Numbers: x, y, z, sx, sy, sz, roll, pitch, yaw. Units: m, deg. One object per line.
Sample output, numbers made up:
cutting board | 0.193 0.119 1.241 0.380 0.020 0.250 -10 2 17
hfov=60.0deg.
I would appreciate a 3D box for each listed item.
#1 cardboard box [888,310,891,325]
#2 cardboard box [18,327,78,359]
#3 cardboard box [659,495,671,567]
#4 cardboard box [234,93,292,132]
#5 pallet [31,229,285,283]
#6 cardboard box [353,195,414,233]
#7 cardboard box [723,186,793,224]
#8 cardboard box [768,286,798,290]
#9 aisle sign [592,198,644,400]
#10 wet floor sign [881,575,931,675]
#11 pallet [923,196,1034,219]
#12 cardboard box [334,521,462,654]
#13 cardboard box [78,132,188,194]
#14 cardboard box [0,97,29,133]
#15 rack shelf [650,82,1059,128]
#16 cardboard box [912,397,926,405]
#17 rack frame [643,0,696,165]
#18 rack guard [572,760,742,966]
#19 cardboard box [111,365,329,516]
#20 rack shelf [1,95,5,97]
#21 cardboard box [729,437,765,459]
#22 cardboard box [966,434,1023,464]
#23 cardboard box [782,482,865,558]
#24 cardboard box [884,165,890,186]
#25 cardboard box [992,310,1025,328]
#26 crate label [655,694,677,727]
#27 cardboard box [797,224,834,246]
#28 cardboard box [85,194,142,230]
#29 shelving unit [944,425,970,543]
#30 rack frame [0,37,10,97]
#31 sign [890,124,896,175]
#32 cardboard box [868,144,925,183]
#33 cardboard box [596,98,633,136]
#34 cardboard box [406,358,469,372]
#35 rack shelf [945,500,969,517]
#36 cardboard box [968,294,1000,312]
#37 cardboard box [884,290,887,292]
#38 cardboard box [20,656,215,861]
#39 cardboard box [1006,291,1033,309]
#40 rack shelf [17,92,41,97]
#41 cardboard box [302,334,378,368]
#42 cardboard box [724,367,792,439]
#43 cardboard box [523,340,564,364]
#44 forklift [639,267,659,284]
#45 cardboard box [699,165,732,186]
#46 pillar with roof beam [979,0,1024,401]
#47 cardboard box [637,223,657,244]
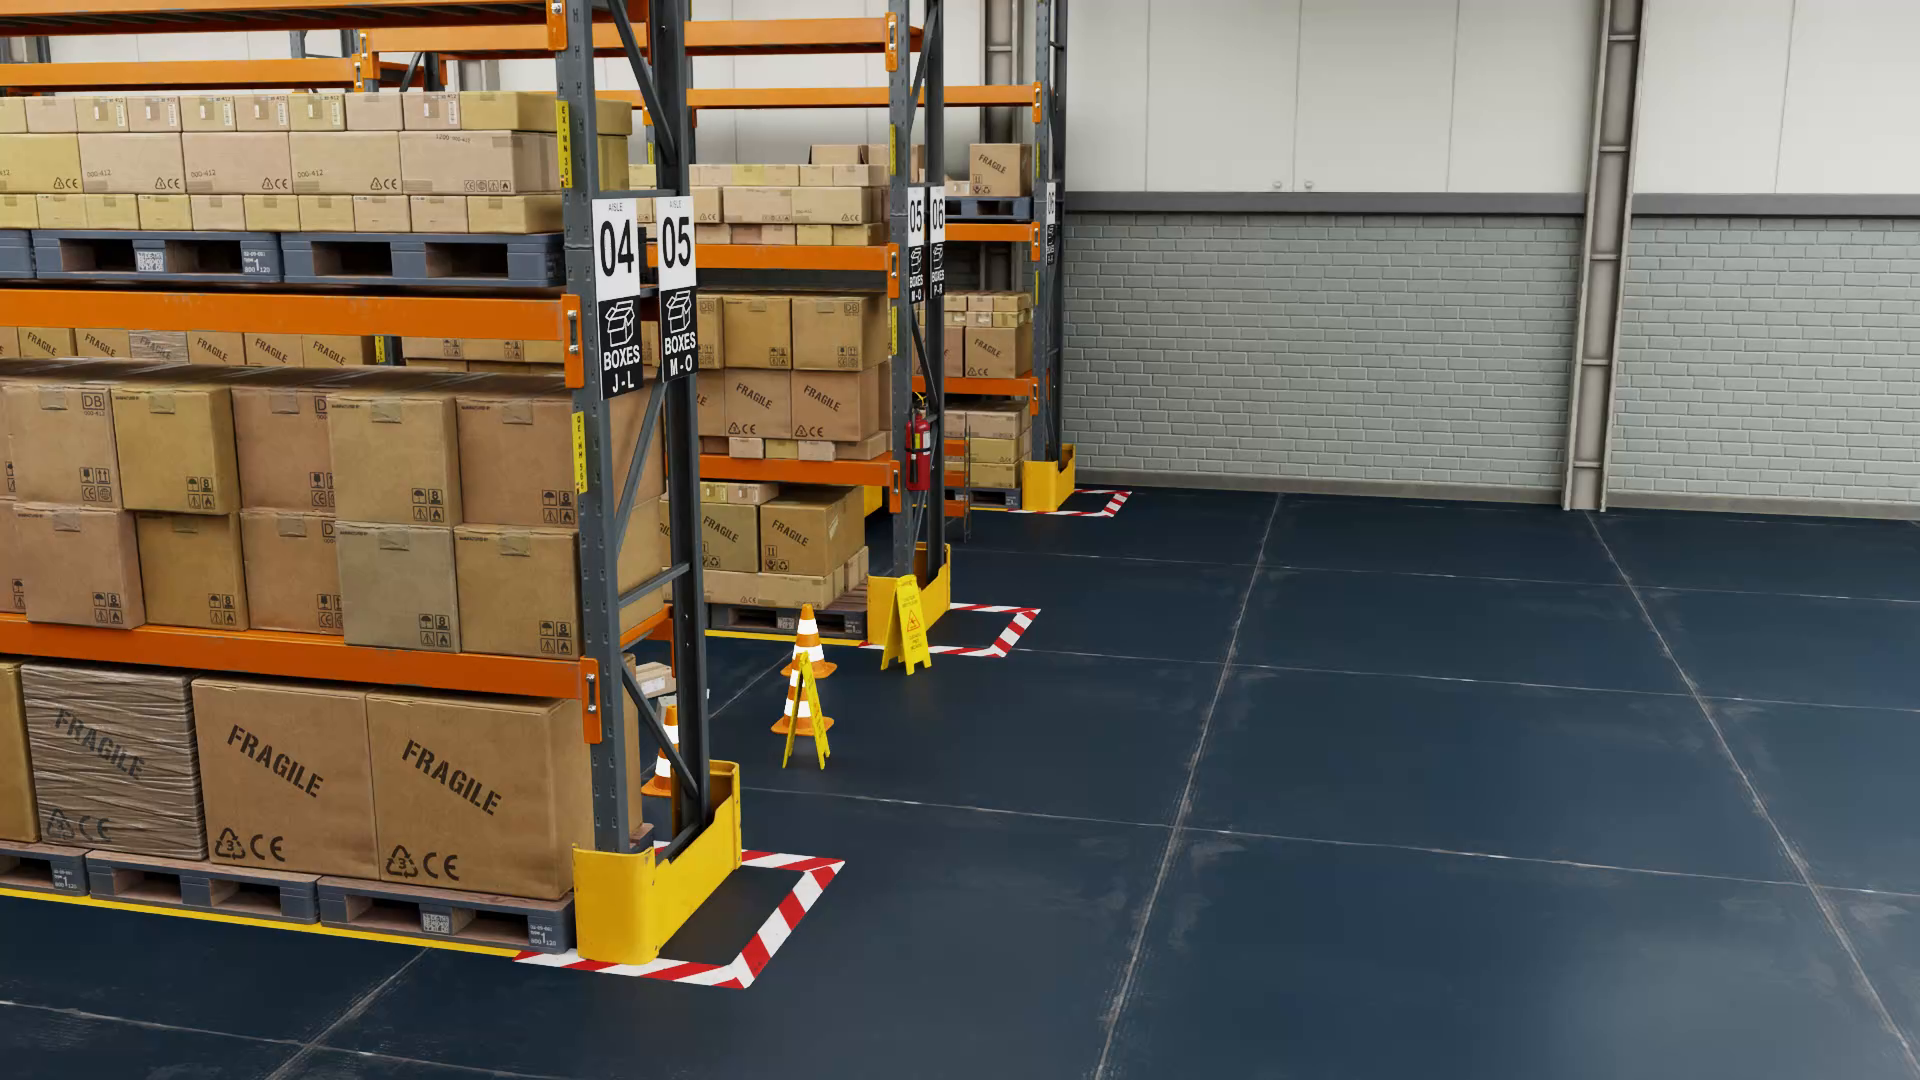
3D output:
cardboard box | -0.765 -2.258 16.775 0.250 0.149 0.380 3 13 14
cardboard box | -7.173 -1.545 13.401 0.500 0.500 0.500 4 13 16
cardboard box | -2.132 -0.098 12.413 0.500 0.500 0.500 3 13 12
cardboard box | -2.776 -1.766 6.898 0.250 0.149 0.380 3 13 14
pallet | -3.294 -1.302 7.475 1.213 0.211 1.003 3 13 14
cardboard box | -2.281 -1.350 6.865 0.250 0.149 0.380 3 13 14
cardboard box | -1.342 -2.364 11.714 0.500 0.250 0.500 3 13 13
cardboard box | -1.859 -2.605 17.652 0.250 0.149 0.380 3 13 12
aisle sign | -1.386 -0.985 6.761 0.004 0.787 0.394 3 13 14
wet floor sign | -0.367 0.556 11.255 0.232 0.644 0.267 8 15 33
pallet | 0.210 -3.336 16.639 1.213 0.211 1.003 3 13 14
cardboard box | -2.294 0.111 7.479 0.550 0.550 0.875 3 13 14
cardboard box | -3.387 -1.618 7.150 0.500 0.250 0.500 3 13 14
cardboard box | -4.005 -1.832 7.194 0.250 0.149 0.380 3 13 14
rack shelf | -1.052 -4.359 16.703 4.000 0.370 1.077 3 13 14
cardboard box | -0.500 -1.341 17.440 0.500 0.250 0.500 3 13 13
rack frame | -2.993 -5.009 17.050 0.127 3.000 1.000 3 13 14
rack guard | -1.360 1.439 7.608 0.348 0.500 1.175 3 13 14
cardboard box | -3.347 -0.477 7.635 0.500 0.550 0.875 3 13 14
rack shelf | -10.004 -3.730 13.869 4.000 0.370 1.077 3 13 14
cardboard box | -1.483 -0.695 12.036 0.250 0.149 0.380 3 13 15
cardboard box | 0.343 -0.939 16.780 0.500 0.250 0.500 3 13 13
cardboard box | -1.036 -0.158 12.685 0.500 0.500 0.500 3 13 12
cardboard box | -0.592 -2.621 11.951 0.250 0.149 0.380 3 13 13
cardboard box | 0.486 -2.197 16.498 0.250 0.149 0.380 3 13 14
crate label | -1.736 1.041 10.240 0.298 0.136 0.250 -4 13 -16
cardboard box | -0.958 -2.136 11.606 0.250 0.149 0.380 3 13 14
cardboard box | -3.518 -1.416 7.162 0.250 0.149 0.380 3 13 14
shelving unit | -0.052 -0.515 15.149 0.252 1.050 0.215 3 13 14
rack frame | -8.062 -4.172 13.280 0.127 3.000 1.000 3 13 14
sign | -0.448 -2.609 11.116 0.005 0.325 0.100 3 13 14
cardboard box | -0.568 -3.685 16.579 0.500 0.500 0.700 3 13 14
cardboard box | -1.631 -1.851 7.282 0.250 0.149 0.380 3 13 14
cardboard box | -3.819 -1.149 12.584 0.500 0.500 0.500 3 13 13
rack shelf | -0.052 -0.234 15.211 0.240 0.259 0.215 3 13 14
cardboard box | 0.245 -2.364 16.563 0.250 0.149 0.380 3 13 14
cardboard box | -0.620 -2.536 17.338 0.250 0.149 0.380 3 13 12
cardboard box | -3.797 0.936 8.043 0.875 0.875 0.875 3 13 14
cardboard box | 0.615 -2.445 16.932 0.250 0.149 0.380 3 13 12
rack shelf | -12.702 -5.175 19.467 4.000 0.370 1.077 3 13 14
cardboard box | -4.682 -1.411 12.796 0.500 0.500 0.500 3 13 12
cardboard box | -1.373 -1.020 12.003 0.500 0.500 0.500 3 13 14
cardboard box | -2.832 -1.587 12.251 0.500 0.500 0.700 3 13 12
forklift | -3.367 -1.854 16.839 1.130 2.935 3.031 -2 13 -8
cardboard box | -1.658 -2.584 11.785 0.250 0.149 0.380 3 13 14
pillar with roof beam | -0.601 -4.122 13.051 0.400 9.000 9.100 3 13 14
cardboard box | -2.211 -2.200 11.896 0.250 0.149 0.380 3 13 13
